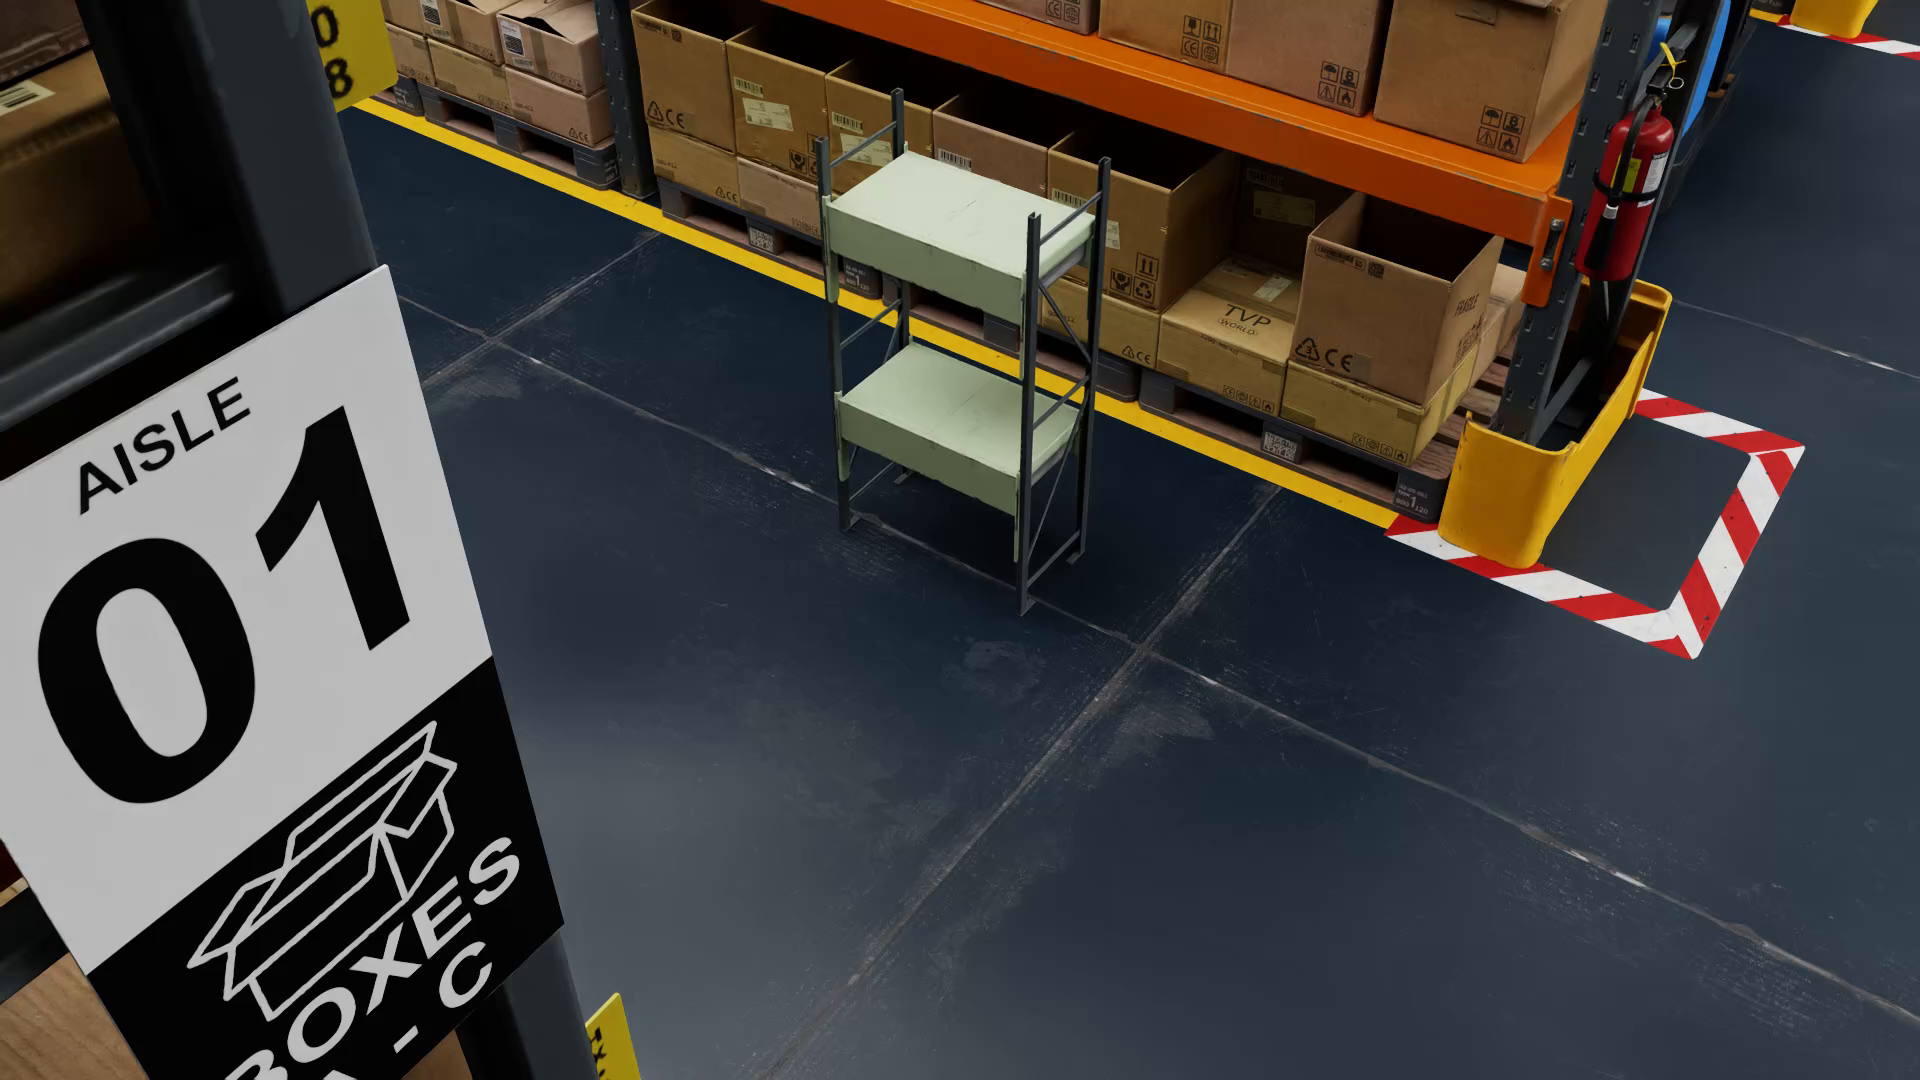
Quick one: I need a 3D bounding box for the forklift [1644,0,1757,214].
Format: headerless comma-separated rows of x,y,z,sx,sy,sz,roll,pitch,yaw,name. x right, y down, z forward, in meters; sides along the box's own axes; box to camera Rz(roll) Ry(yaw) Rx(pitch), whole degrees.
3.130,-3.241,7.175,1.130,2.935,3.031,22,46,23,forklift

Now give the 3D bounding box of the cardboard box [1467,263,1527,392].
1.779,-0.853,6.201,0.500,0.250,0.500,25,48,25,cardboard box

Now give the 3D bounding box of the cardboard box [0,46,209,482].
-0.881,-0.116,1.291,0.500,0.500,0.500,26,48,26,cardboard box

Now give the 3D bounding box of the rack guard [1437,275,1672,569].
2.110,-0.454,5.883,0.348,0.500,1.175,25,48,25,rack guard

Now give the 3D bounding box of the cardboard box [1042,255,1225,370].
0.655,-0.946,6.305,0.500,0.250,0.500,25,48,25,cardboard box

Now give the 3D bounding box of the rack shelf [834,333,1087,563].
0.005,-0.313,5.464,0.720,0.370,0.431,25,48,25,rack shelf

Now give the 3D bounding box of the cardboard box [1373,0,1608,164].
1.716,-1.618,5.233,0.500,0.500,0.700,25,48,25,cardboard box

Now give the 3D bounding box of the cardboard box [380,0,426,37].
-2.517,-2.654,7.793,0.500,0.311,0.500,25,47,25,cardboard box

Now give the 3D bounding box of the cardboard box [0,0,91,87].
-0.927,-0.504,0.975,0.500,0.500,0.500,22,46,22,cardboard box

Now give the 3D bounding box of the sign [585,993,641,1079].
-0.439,0.692,2.078,0.005,0.325,0.100,25,48,25,sign

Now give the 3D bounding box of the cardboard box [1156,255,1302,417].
1.066,-0.755,6.092,0.500,0.250,0.500,25,48,25,cardboard box

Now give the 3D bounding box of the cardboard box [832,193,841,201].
-0.166,-1.327,6.730,0.500,0.250,0.500,25,48,25,cardboard box

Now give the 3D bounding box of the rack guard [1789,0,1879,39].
4.849,-3.169,8.917,0.348,0.500,1.175,25,48,25,rack guard

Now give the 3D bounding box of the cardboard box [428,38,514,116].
-2.103,-2.253,7.766,0.500,0.250,0.500,24,47,25,cardboard box

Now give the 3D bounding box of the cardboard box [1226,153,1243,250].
0.952,-1.508,6.370,0.500,0.500,0.500,25,48,25,cardboard box

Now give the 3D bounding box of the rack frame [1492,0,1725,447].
2.091,-1.395,5.059,0.127,3.000,1.000,25,48,25,rack frame

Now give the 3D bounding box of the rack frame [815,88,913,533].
-0.294,-0.697,5.404,0.023,1.500,0.400,25,48,25,rack frame

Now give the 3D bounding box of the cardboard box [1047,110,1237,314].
0.654,-1.224,6.053,0.500,0.500,0.500,25,48,25,cardboard box

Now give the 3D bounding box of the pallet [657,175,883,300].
-0.557,-1.560,7.335,1.213,0.211,1.003,25,48,25,pallet

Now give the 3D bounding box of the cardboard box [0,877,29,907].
-1.368,0.539,2.434,0.500,0.500,0.500,25,48,25,cardboard box

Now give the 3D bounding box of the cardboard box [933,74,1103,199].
0.245,-1.416,6.268,0.500,0.500,0.500,25,48,25,cardboard box

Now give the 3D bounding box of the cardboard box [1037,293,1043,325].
0.247,-1.138,6.520,0.500,0.250,0.500,25,48,25,cardboard box

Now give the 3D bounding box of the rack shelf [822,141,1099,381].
0.005,-0.847,4.987,0.720,0.370,0.431,25,48,25,rack shelf

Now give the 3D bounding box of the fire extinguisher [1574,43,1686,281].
1.921,-1.067,4.751,0.183,0.674,0.296,25,48,25,fire extinguisher

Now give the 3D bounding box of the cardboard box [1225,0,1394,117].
1.283,-1.816,5.455,0.500,0.500,0.700,26,48,26,cardboard box

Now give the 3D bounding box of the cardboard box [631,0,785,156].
-0.984,-1.989,6.908,0.500,0.500,0.500,25,48,25,cardboard box

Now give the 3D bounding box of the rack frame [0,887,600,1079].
-0.751,1.311,2.035,0.127,3.000,1.000,25,48,25,rack frame

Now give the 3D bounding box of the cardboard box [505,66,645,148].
-1.690,-2.059,7.548,0.500,0.250,0.500,25,47,25,cardboard box

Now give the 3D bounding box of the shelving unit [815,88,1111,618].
0.005,-0.556,5.247,0.755,1.500,0.431,25,48,25,shelving unit

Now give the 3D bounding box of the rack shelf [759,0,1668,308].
0.453,-1.892,6.155,4.000,0.370,1.077,25,48,25,rack shelf

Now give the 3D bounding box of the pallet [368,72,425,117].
-2.813,-2.615,8.514,1.213,0.211,1.003,25,48,25,pallet

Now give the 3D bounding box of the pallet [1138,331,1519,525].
1.440,-0.626,6.291,1.213,0.211,1.003,25,48,25,pallet

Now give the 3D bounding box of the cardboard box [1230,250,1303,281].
1.368,-1.043,6.413,0.500,0.250,0.500,25,48,25,cardboard box

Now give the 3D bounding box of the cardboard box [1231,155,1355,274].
1.369,-1.323,6.164,0.500,0.500,0.500,25,48,25,cardboard box

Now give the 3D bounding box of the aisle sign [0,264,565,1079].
-0.519,0.206,1.321,0.004,0.787,0.394,25,48,25,aisle sign

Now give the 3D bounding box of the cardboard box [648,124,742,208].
-0.979,-1.715,7.164,0.500,0.250,0.500,25,48,25,cardboard box

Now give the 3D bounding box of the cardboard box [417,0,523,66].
-2.110,-2.461,7.578,0.500,0.311,0.500,26,48,26,cardboard box

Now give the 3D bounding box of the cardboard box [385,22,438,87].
-2.522,-2.449,7.984,0.500,0.250,0.500,26,48,26,cardboard box

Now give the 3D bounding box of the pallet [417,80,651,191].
-1.810,-2.148,7.992,1.213,0.211,1.003,25,48,25,pallet

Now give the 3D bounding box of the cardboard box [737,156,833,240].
-0.572,-1.521,6.947,0.500,0.250,0.500,25,48,25,cardboard box

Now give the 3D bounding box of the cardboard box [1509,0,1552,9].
1.668,-1.716,4.857,0.250,0.149,0.380,24,47,25,cardboard box

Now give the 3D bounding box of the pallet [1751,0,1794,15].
4.187,-3.376,9.364,1.213,0.211,1.003,25,48,25,pallet

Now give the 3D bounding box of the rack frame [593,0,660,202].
-1.184,-2.926,6.771,0.127,3.000,1.000,25,48,25,rack frame

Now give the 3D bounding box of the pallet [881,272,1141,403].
0.446,-1.093,6.813,1.213,0.211,1.003,25,48,25,pallet

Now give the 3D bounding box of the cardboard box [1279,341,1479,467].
1.482,-0.571,5.885,0.500,0.250,0.500,25,48,25,cardboard box

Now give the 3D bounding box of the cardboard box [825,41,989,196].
-0.166,-1.606,6.480,0.500,0.500,0.500,25,48,25,cardboard box

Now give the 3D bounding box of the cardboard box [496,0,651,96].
-1.680,-2.266,7.359,0.500,0.311,0.500,25,48,25,cardboard box

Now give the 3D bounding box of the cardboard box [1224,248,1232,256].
0.959,-1.234,6.627,0.500,0.250,0.500,25,48,25,cardboard box

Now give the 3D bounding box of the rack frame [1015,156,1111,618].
0.305,-0.416,5.090,0.023,1.500,0.400,25,48,25,rack frame

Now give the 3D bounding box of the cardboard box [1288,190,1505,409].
1.481,-0.849,5.634,0.500,0.500,0.500,25,48,25,cardboard box

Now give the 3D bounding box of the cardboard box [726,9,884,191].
-0.571,-1.802,6.699,0.500,0.500,0.500,25,48,25,cardboard box

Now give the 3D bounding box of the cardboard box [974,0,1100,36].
0.447,-2.209,5.894,0.500,0.500,0.700,27,48,27,cardboard box

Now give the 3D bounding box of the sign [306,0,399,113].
-0.439,-0.429,1.075,0.005,0.325,0.100,25,48,25,sign

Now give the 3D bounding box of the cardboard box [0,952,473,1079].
-0.969,0.733,2.216,0.500,0.500,0.500,25,48,25,cardboard box

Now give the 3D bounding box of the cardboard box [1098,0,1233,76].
0.880,-2.009,5.671,0.500,0.500,0.700,25,48,26,cardboard box

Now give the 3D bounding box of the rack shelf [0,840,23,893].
-2.388,-0.304,2.131,4.000,0.370,1.077,25,48,25,rack shelf
